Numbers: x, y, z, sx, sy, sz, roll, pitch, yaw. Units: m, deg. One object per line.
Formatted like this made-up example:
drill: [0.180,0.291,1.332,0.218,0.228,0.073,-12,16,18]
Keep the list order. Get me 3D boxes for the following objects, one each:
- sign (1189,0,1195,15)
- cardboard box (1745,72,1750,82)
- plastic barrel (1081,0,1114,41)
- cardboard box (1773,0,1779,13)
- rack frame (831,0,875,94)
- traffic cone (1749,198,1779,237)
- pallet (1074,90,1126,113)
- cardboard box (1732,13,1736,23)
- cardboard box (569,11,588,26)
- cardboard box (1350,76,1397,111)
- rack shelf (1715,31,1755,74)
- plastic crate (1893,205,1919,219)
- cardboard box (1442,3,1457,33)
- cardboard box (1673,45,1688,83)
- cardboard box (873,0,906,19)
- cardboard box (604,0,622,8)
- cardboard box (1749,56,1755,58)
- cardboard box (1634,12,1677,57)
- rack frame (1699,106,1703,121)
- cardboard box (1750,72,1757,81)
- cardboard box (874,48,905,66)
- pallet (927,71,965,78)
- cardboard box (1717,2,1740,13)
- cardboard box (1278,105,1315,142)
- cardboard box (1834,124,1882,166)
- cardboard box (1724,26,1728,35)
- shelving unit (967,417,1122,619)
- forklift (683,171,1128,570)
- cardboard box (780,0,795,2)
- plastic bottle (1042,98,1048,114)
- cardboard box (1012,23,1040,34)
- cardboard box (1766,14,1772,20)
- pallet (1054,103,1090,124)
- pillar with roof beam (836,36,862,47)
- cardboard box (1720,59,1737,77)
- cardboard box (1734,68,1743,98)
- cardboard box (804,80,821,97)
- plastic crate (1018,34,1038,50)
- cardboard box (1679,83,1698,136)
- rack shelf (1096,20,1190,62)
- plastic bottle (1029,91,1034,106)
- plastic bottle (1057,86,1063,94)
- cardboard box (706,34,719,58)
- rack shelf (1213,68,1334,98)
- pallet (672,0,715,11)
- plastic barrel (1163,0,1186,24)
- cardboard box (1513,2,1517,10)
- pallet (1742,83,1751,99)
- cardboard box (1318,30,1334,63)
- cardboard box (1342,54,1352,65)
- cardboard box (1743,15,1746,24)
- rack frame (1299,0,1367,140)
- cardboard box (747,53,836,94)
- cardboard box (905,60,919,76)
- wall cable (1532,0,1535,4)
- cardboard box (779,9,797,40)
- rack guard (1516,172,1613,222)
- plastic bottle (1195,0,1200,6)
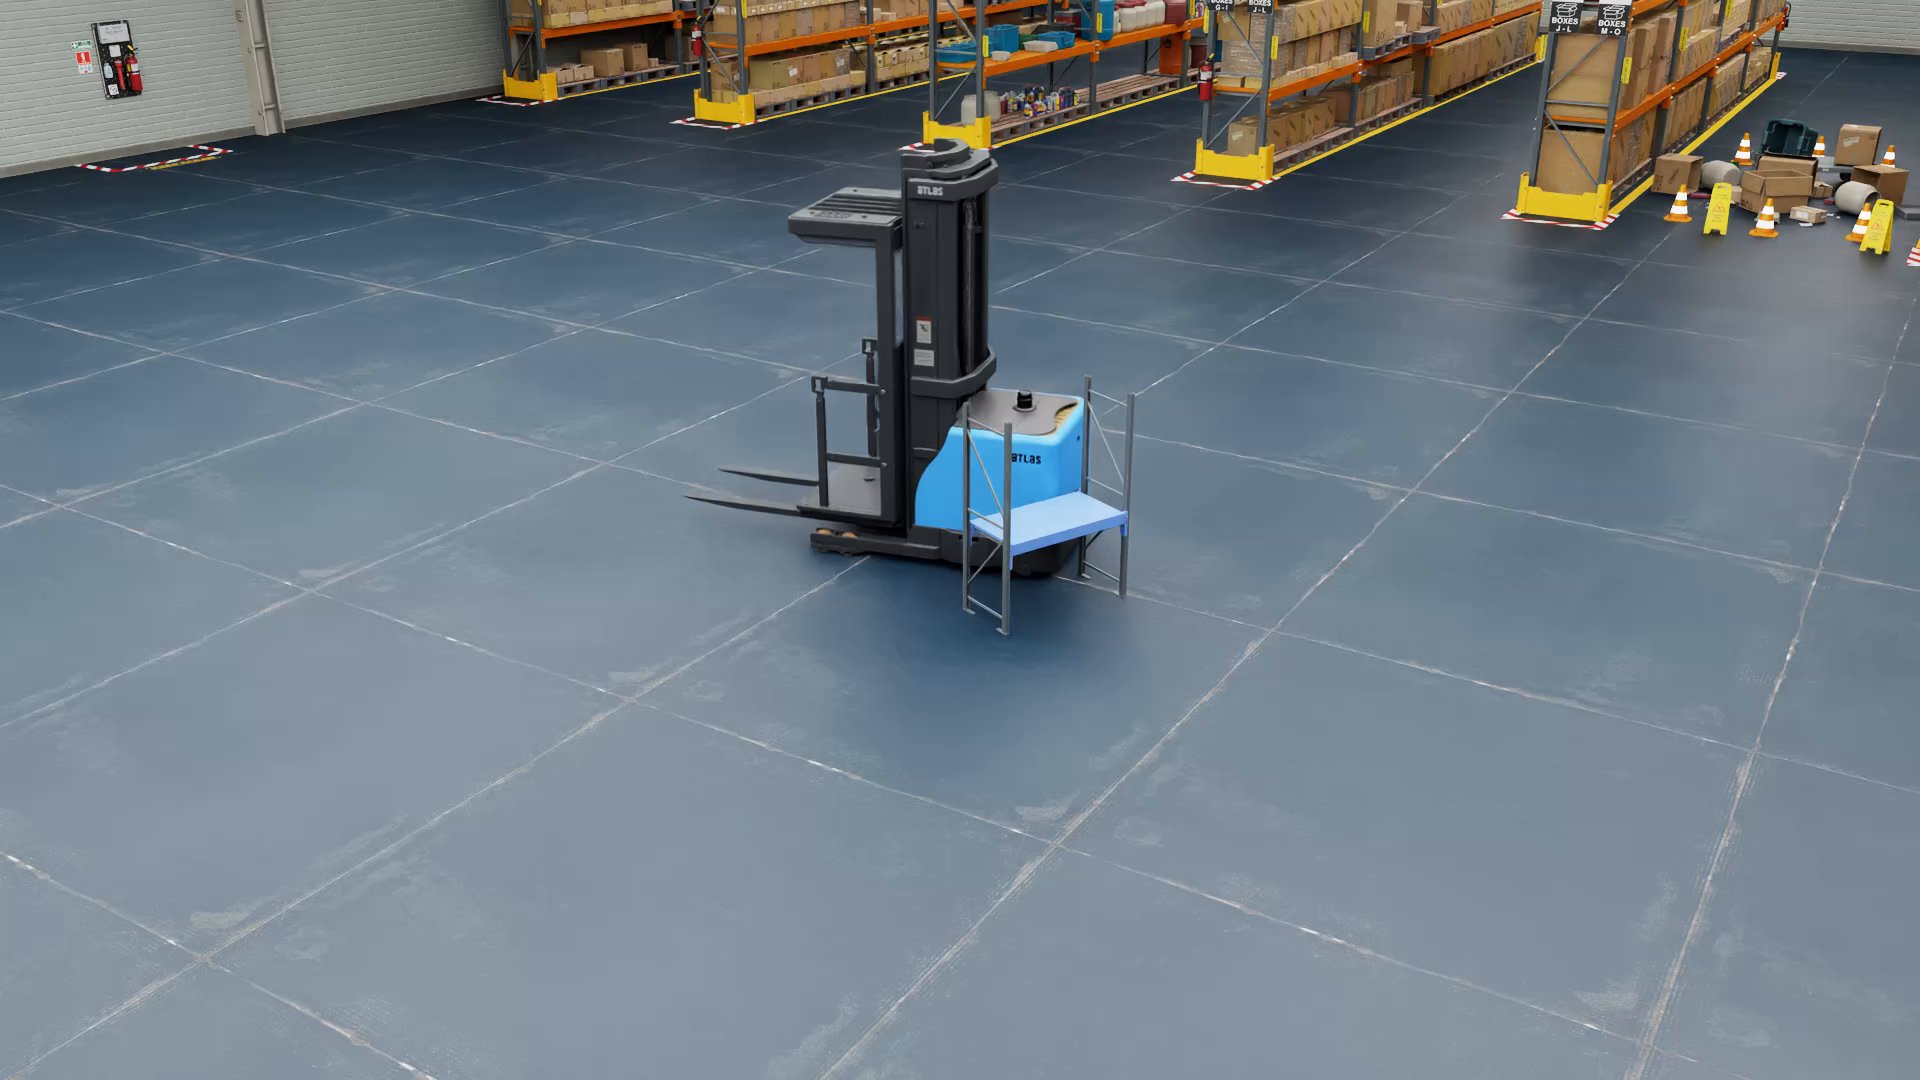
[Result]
sign: [4.637,-10.648,33.202,0.100,0.325,0.005,14,27,29]
cardboard box: [15.107,-9.001,32.288,0.380,0.149,0.250,15,28,31]
plastic barrel: [2.517,-9.633,30.431,0.600,0.901,0.708,14,27,29]
cardboard box: [16.201,-10.906,33.502,0.500,0.500,0.500,14,27,29]
rack frame: [-2.150,-10.376,32.777,1.000,3.000,0.127,14,27,29]
traffic cone: [10.582,-4.241,21.799,0.336,0.463,0.334,14,27,29]
pallet: [2.437,-8.330,31.561,1.003,0.211,1.213,14,27,29]
cardboard box: [13.777,-9.437,30.022,0.380,0.149,0.250,15,28,31]
cardboard box: [-7.682,-10.279,32.718,0.500,0.250,0.500,13,27,27]
cardboard box: [7.463,-8.090,30.091,0.700,0.500,0.500,16,28,33]
rack shelf: [14.619,-10.255,31.549,1.077,1.845,7.904,14,27,29]
plastic crate: [13.158,-4.524,22.934,0.402,0.080,0.583,5,24,11]
cardboard box: [9.132,-9.976,31.728,0.500,0.500,0.500,13,27,28]
cardboard box: [10.930,-7.392,25.759,0.500,0.500,0.500,14,27,30]
cardboard box: [-1.453,-10.855,33.759,0.500,0.500,0.500,16,28,33]
cardboard box: [-7.154,-10.959,33.346,0.500,0.500,0.500,15,27,31]
cardboard box: [15.685,-9.602,33.302,0.380,0.149,0.250,13,26,27]
cardboard box: [10.009,-7.462,24.499,0.875,0.550,0.550,14,27,29]
rack frame: [12.532,-8.576,28.619,0.949,2.616,0.053,14,27,29]
cardboard box: [15.391,-9.342,33.262,0.910,0.297,0.819,14,27,29]
cardboard box: [-1.452,-9.819,33.718,0.500,0.311,0.500,14,27,28]
pallet: [-0.508,-10.176,35.827,1.003,0.211,1.213,14,27,29]
cardboard box: [13.910,-9.659,30.161,0.380,0.149,0.250,13,26,27]
cardboard box: [5.463,-6.796,27.127,0.500,0.500,0.500,11,26,24]
cardboard box: [13.155,-5.785,24.366,0.500,0.500,0.500,14,27,29]
cardboard box: [13.366,-9.034,29.466,0.380,0.149,0.250,15,28,31]
shelving unit: [0.577,-0.243,11.260,0.991,1.308,0.475,-16,28,-32]
forklift: [0.557,-4.894,19.363,6.912,3.598,18.709,7,25,17]
cardboard box: [-3.437,-10.188,30.586,0.700,0.500,0.500,14,27,29]
plastic bottle: [1.508,-7.701,29.478,0.097,0.271,0.097,0,23,0]
cardboard box: [1.520,-11.570,38.128,0.500,0.500,0.500,14,27,30]
cardboard box: [16.261,-10.653,33.734,0.380,0.149,0.250,13,26,27]
pallet: [1.666,-7.839,30.427,1.003,0.211,1.213,14,27,29]
pillar with roof beam: [3.553,-15.086,36.044,15.307,9.050,3.501,14,27,29]
cardboard box: [13.917,-8.658,30.484,0.500,0.250,0.500,13,26,27]
cardboard box: [14.468,-8.668,31.450,0.500,0.500,0.500,13,27,28]
cardboard box: [-2.996,-8.597,31.600,0.500,0.250,0.500,14,27,29]
plastic crate: [1.100,-8.840,29.497,0.450,0.188,0.662,14,27,29]
cardboard box: [11.678,-7.253,27.867,1.050,0.750,0.750,14,27,30]
rack shelf: [3.111,-9.681,32.079,1.077,0.370,4.000,14,27,29]
plastic bottle: [1.304,-8.026,30.231,0.097,0.271,0.097,0,23,0]
plastic bottle: [1.839,-8.075,30.243,0.144,0.351,0.185,14,27,29]
cardboard box: [-5.756,-10.904,36.590,0.700,0.500,0.500,13,27,28]
rack shelf: [5.209,-7.383,26.524,0.919,0.124,3.809,14,27,29]
pallet: [-5.834,-11.552,35.736,1.003,0.211,1.213,14,27,29]
plastic barrel: [4.179,-10.529,32.959,0.600,0.536,0.708,14,27,29]
cardboard box: [11.606,-11.351,35.346,0.380,0.149,0.250,14,27,30]
pallet: [14.969,-8.879,32.831,1.003,0.211,1.213,14,27,29]
cardboard box: [5.502,-7.991,26.768,0.875,0.500,0.500,14,27,29]
cardboard box: [5.807,-7.903,27.382,0.982,0.149,1.000,14,27,29]
cardboard box: [14.467,-9.739,31.094,0.380,0.149,0.250,14,27,29]
rack frame: [6.264,-8.298,27.979,1.000,3.000,0.127,14,27,29]
cardboard box: [-3.224,-8.882,31.631,1.036,0.750,1.500,14,27,29]
cardboard box: [-1.185,-9.738,34.238,0.500,0.250,0.500,13,27,27]
wall cable: [9.705,-17.519,40.077,10.771,7.710,6.706,14,27,29]
cardboard box: [-3.463,-9.571,30.793,0.700,0.500,0.500,14,27,29]
rack guard: [8.302,-4.720,22.858,1.175,0.500,0.348,14,27,29]
plastic bottle: [5.033,-11.381,35.261,0.097,0.271,0.097,0,23,0]
